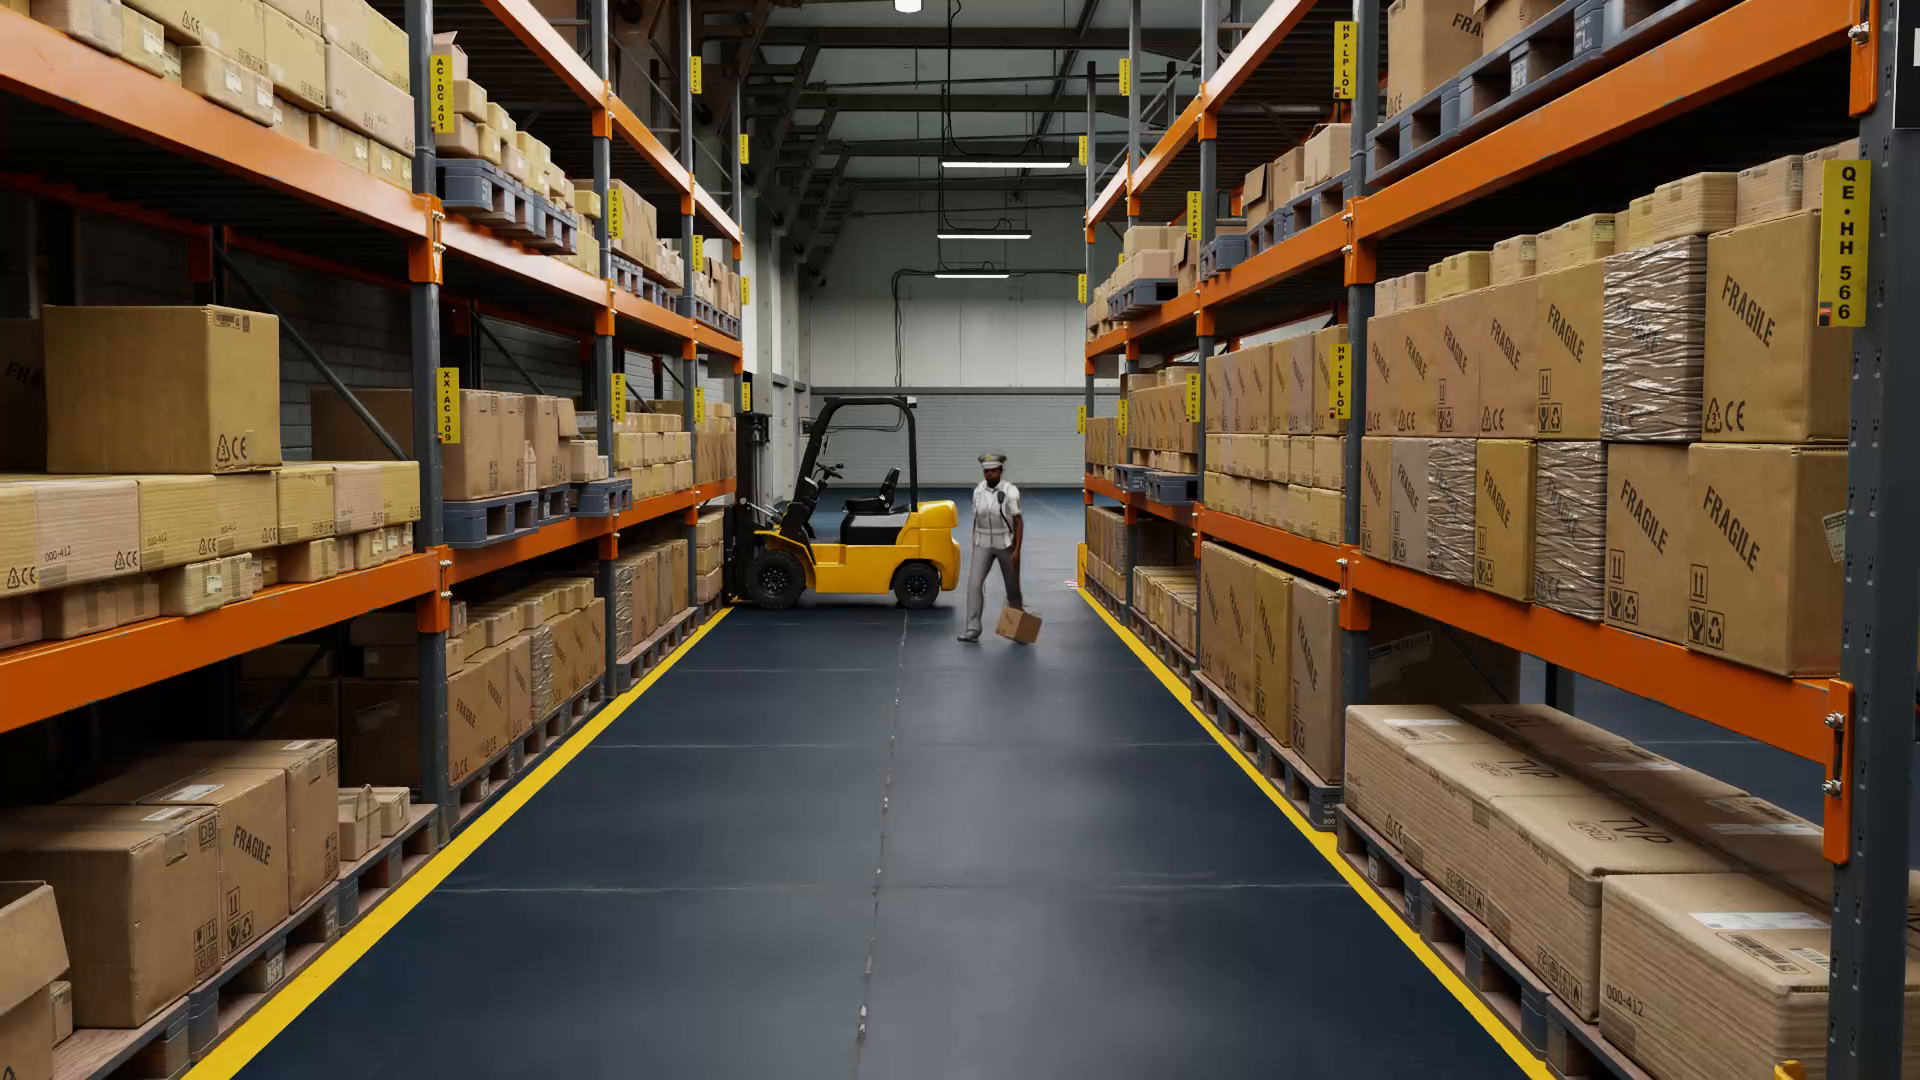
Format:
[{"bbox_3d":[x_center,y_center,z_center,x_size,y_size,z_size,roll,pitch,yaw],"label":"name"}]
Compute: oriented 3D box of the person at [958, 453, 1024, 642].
[{"bbox_3d":[0.321,0.060,14.307,0.488,1.614,0.943,1,4,18],"label":"person"}]
